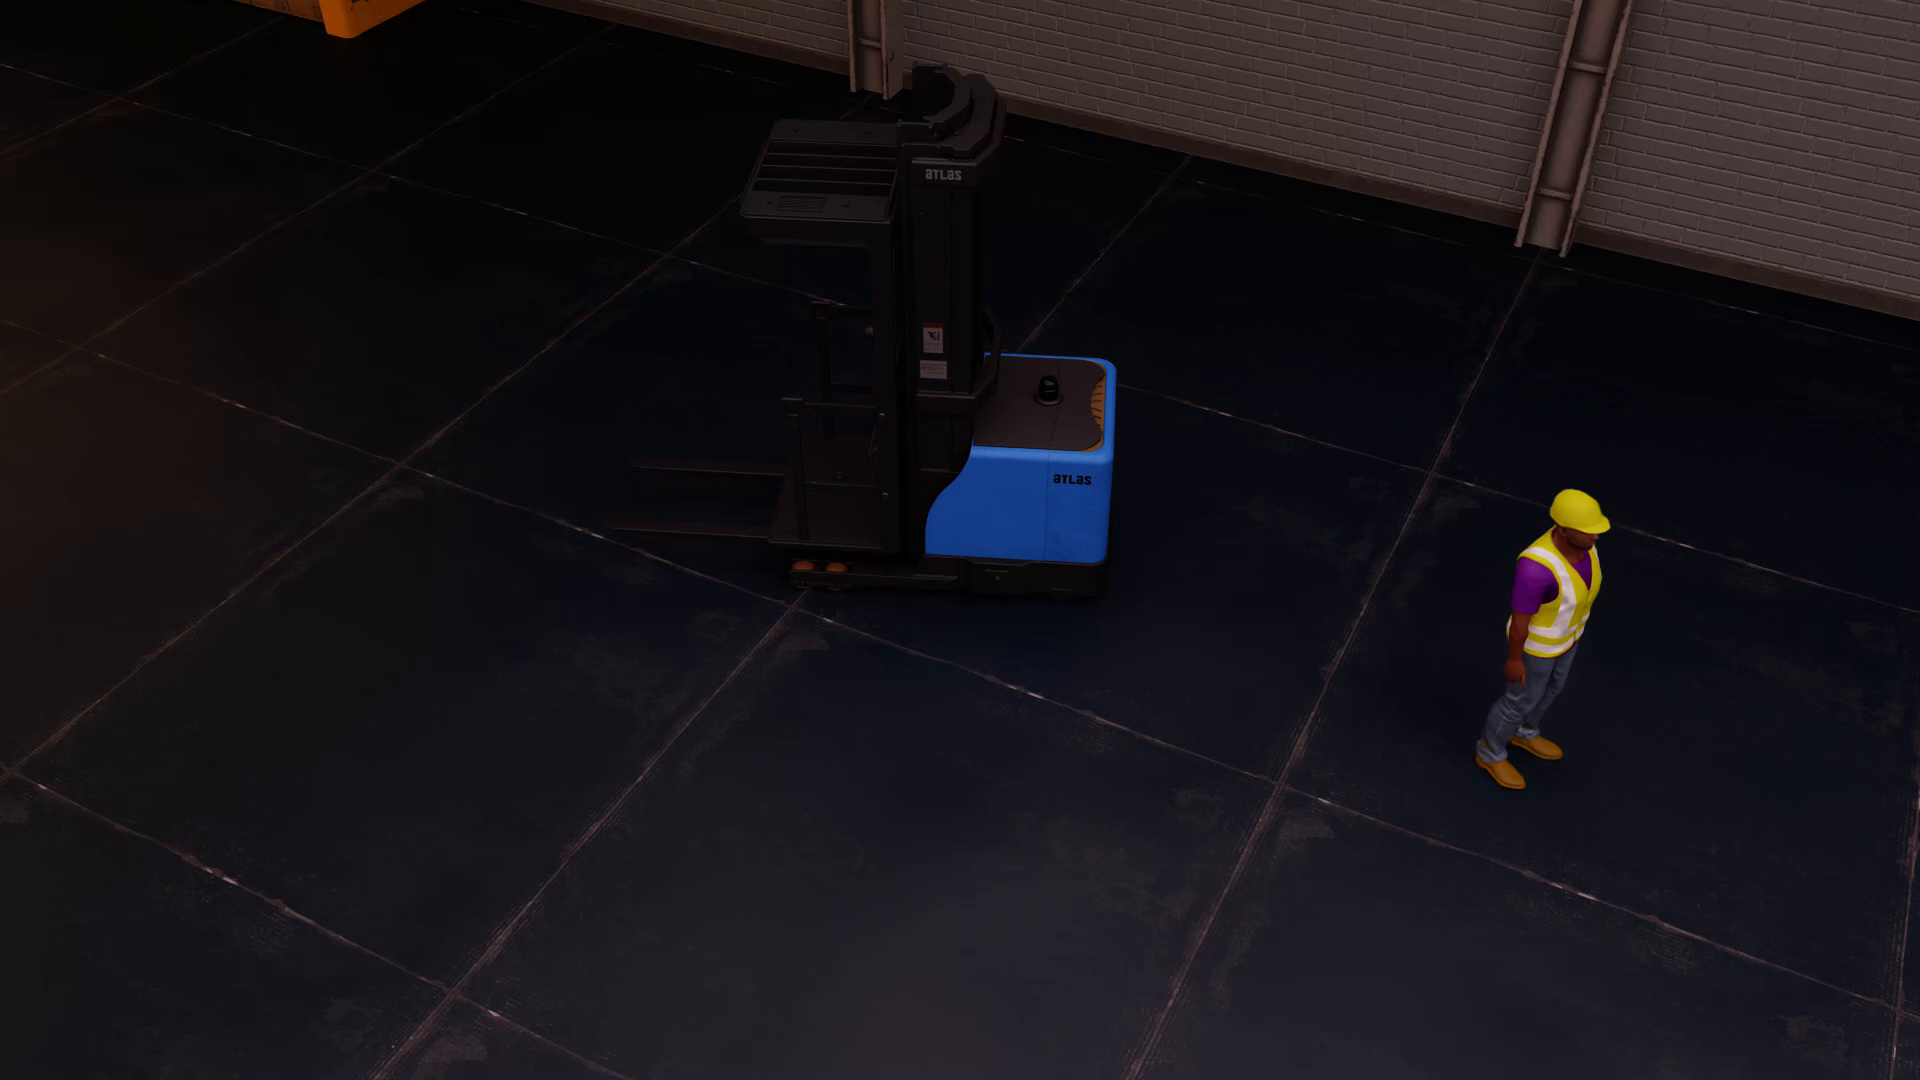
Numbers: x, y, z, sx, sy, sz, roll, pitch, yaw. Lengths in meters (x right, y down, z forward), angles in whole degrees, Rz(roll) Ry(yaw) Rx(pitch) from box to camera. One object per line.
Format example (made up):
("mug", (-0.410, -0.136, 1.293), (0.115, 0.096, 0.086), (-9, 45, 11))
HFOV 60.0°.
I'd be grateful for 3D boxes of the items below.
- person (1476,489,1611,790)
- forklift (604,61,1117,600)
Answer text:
("person", (2.935, 0.492, 8.310), (0.403, 1.768, 0.586), (32, 50, 32))
("forklift", (-0.606, -1.157, 9.360), (3.031, 2.935, 1.130), (3, 40, 4))
